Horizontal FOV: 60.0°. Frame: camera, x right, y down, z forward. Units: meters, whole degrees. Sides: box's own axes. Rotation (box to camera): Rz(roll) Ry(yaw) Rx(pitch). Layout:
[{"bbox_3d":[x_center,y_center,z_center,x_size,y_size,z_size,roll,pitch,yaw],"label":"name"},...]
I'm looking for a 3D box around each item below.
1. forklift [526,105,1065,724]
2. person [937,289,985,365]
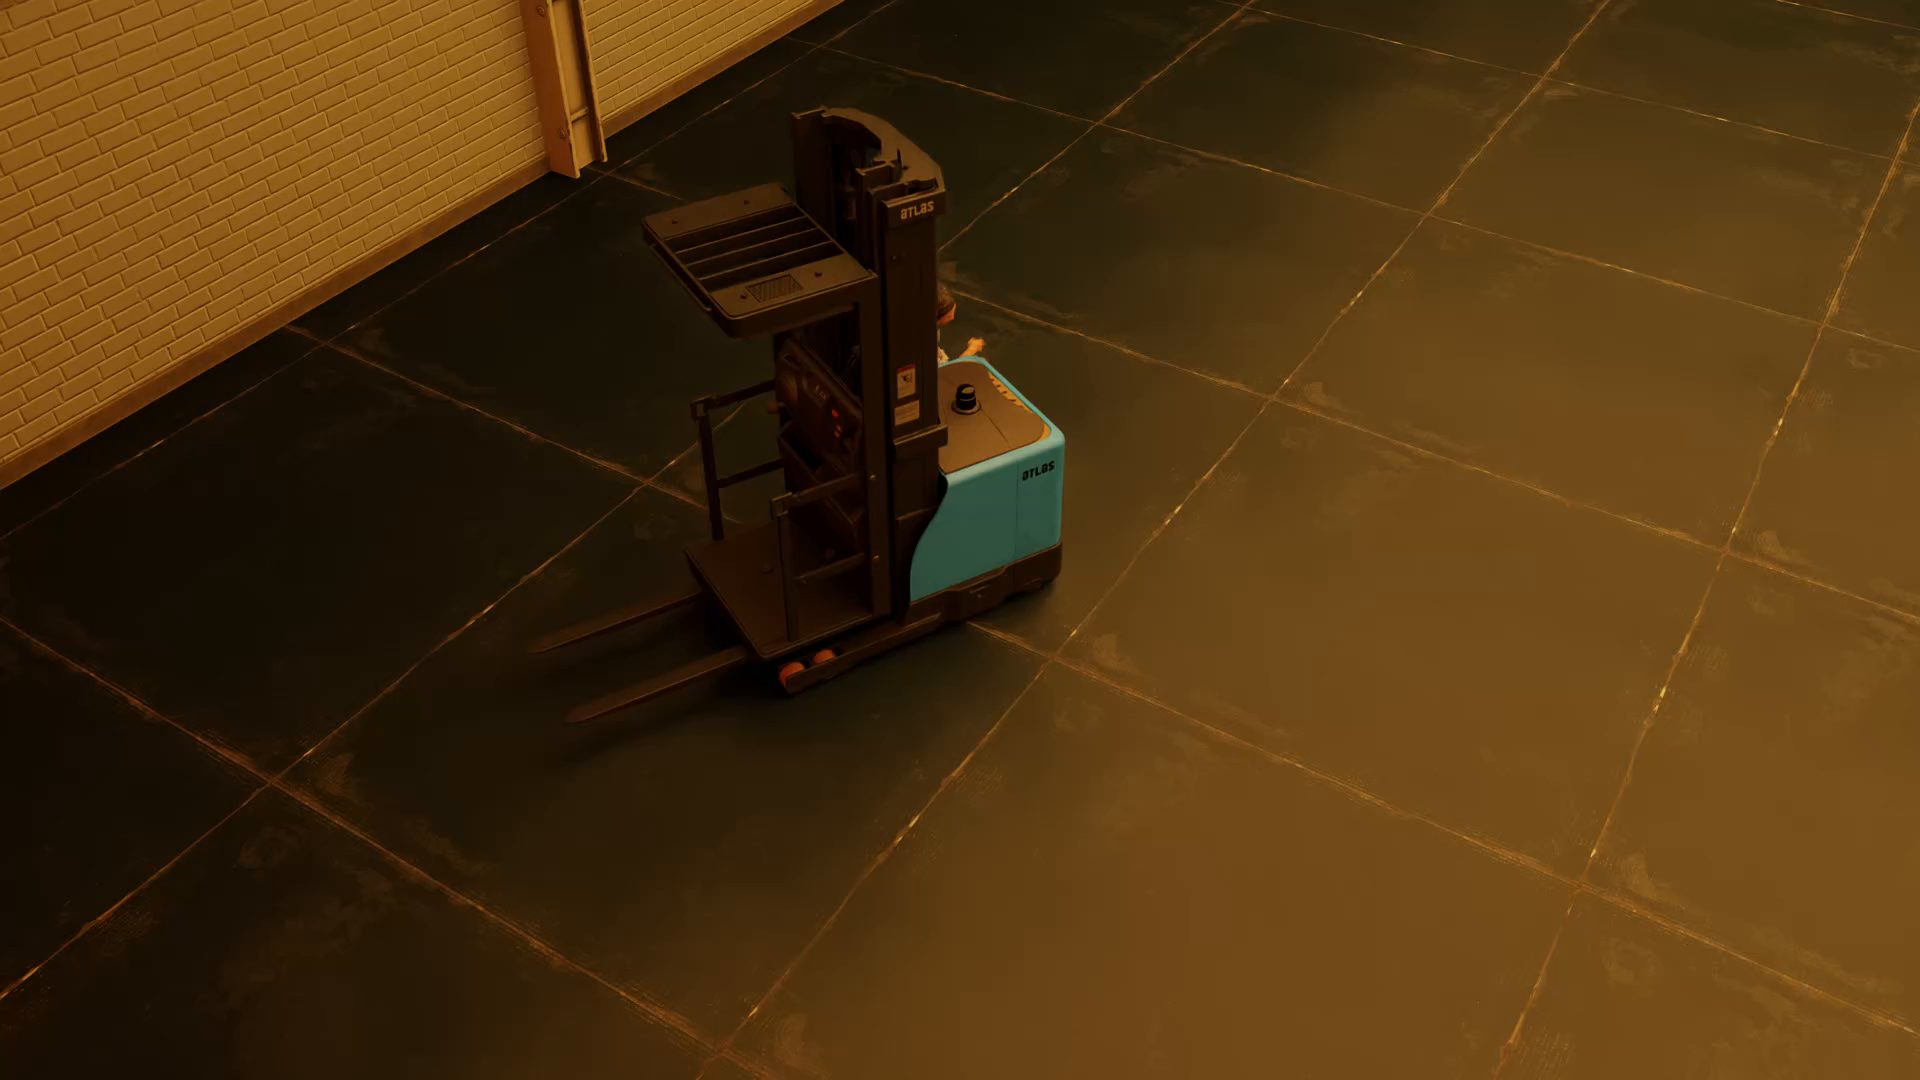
[{"bbox_3d":[-0.928,-0.666,8.753,3.031,2.935,1.130,-21,45,-23],"label":"forklift"},{"bbox_3d":[-0.056,-1.026,10.450,0.892,1.397,1.014,7,41,8],"label":"person"}]
